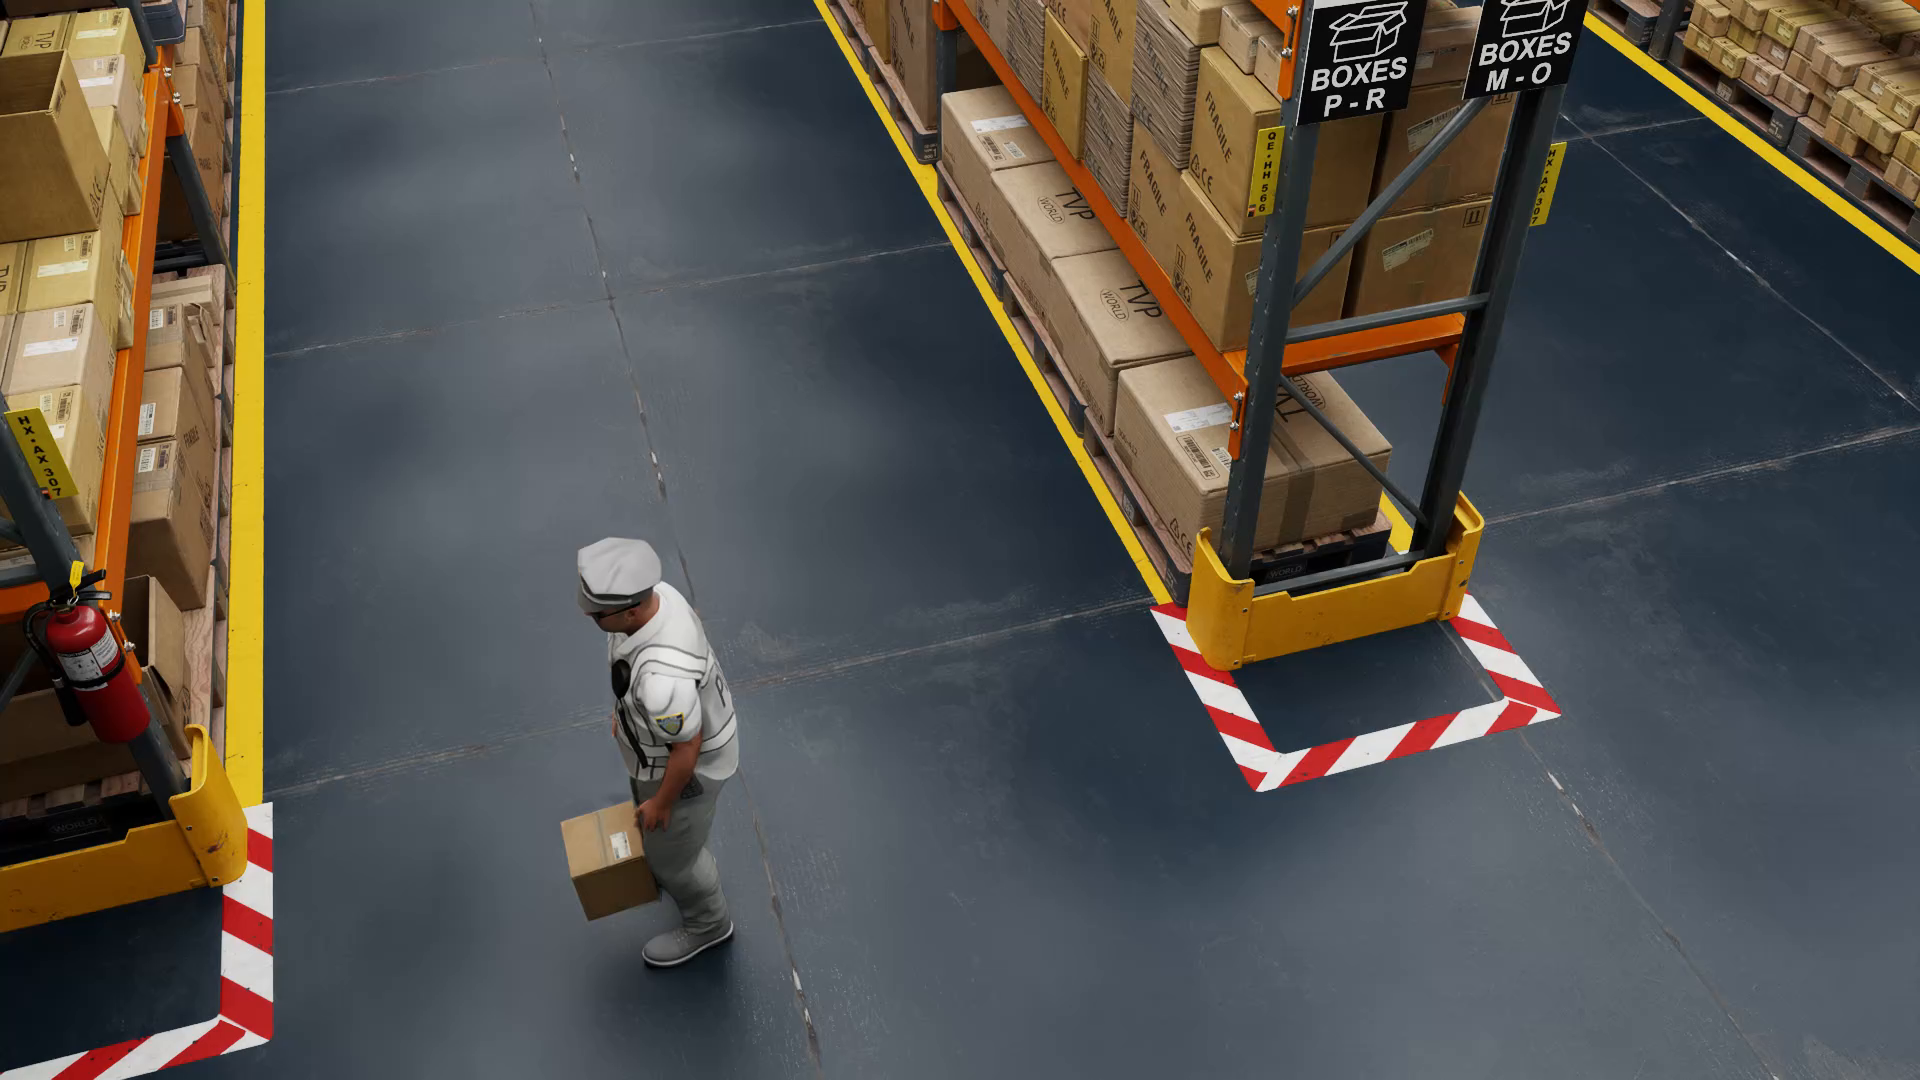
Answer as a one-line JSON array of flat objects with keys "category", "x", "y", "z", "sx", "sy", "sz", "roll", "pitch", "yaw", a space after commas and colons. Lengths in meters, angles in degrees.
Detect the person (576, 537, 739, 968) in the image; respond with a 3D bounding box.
[{"category": "person", "x": -0.947, "y": 0.679, "z": 5.397, "sx": 0.444, "sy": 1.750, "sz": 0.566, "roll": -13, "pitch": 44, "yaw": -14}]
